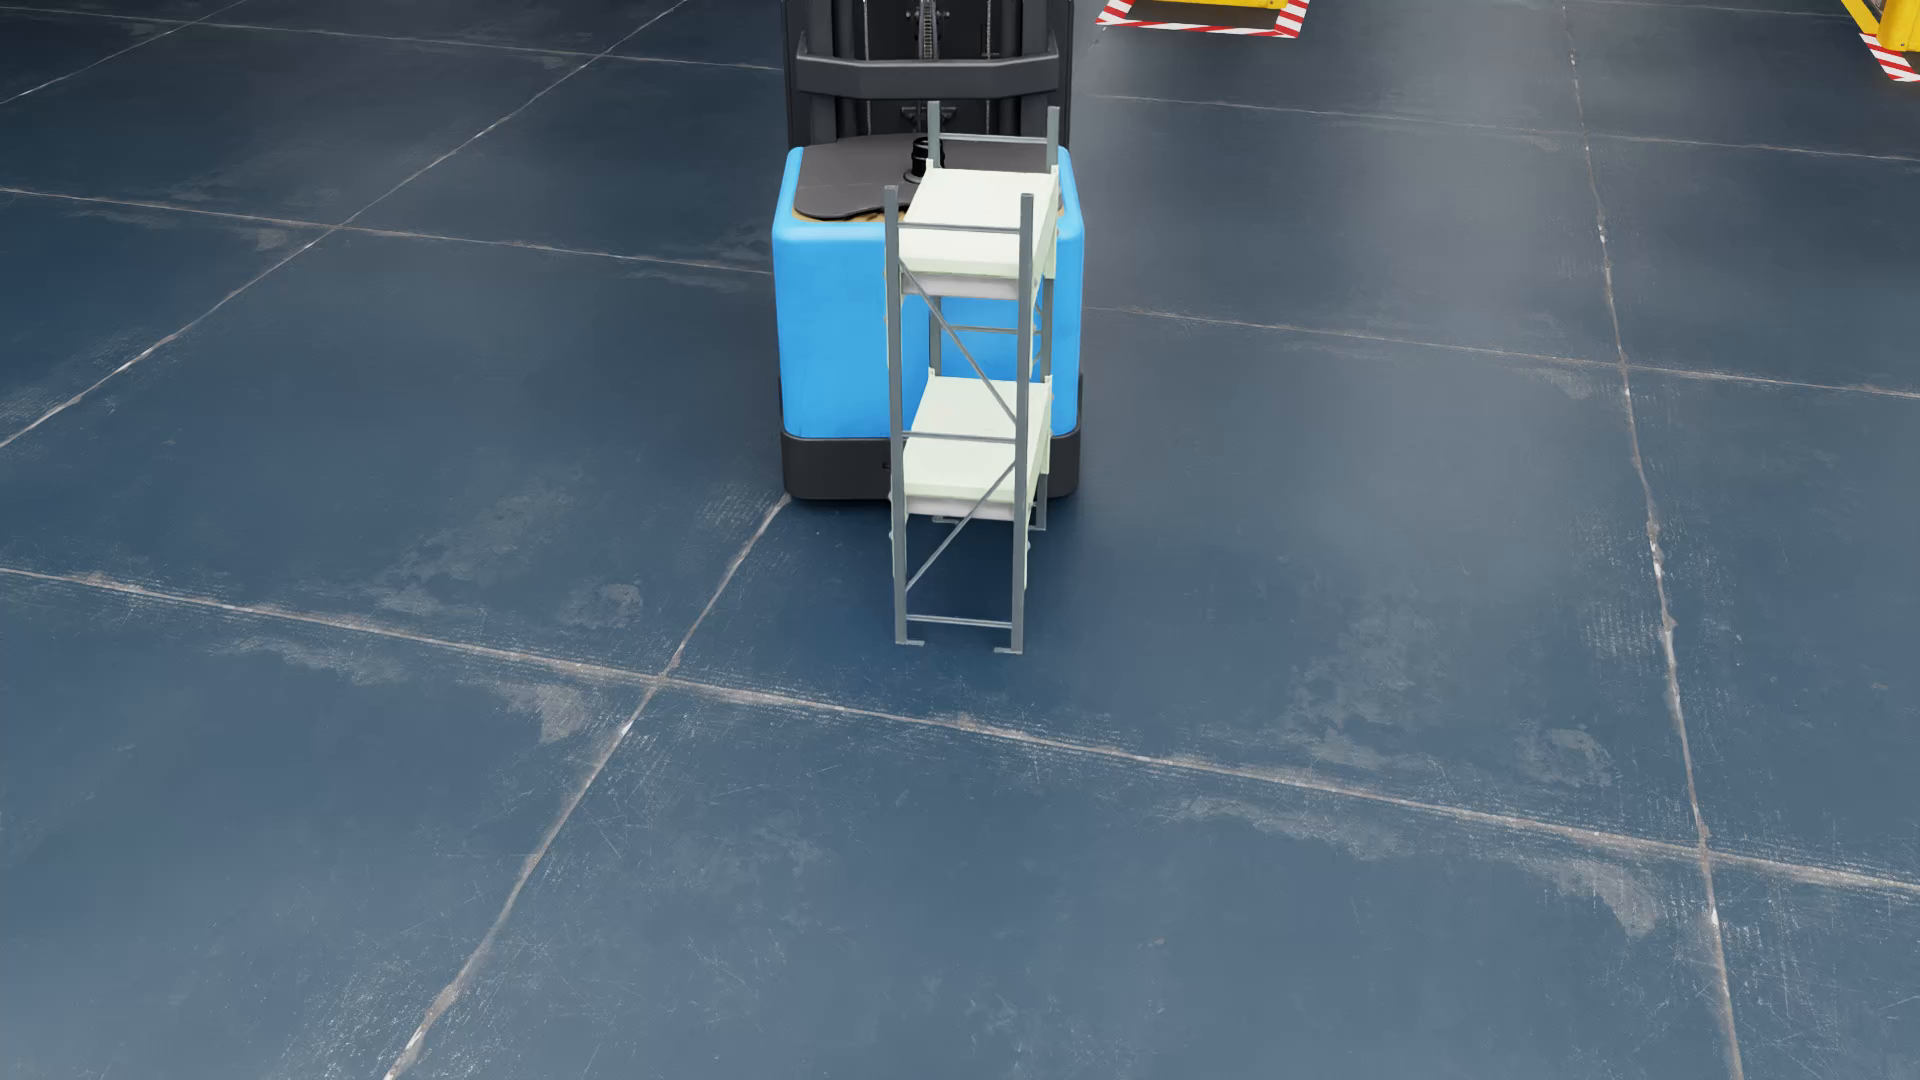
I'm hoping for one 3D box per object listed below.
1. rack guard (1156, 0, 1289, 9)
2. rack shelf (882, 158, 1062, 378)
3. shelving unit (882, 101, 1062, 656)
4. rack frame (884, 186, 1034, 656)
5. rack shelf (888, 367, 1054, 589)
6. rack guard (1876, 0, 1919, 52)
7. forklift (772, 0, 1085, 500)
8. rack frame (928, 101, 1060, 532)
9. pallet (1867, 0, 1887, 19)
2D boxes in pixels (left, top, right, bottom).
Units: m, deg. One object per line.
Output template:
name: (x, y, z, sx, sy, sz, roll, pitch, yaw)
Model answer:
rack guard: (1.733, -4.061, 11.672, 1.175, 0.500, 0.348, 8, 33, 12)
rack shelf: (0.049, -0.817, 4.910, 0.431, 0.370, 0.720, 4, 33, 7)
shelving unit: (0.049, -0.488, 5.119, 0.431, 1.500, 0.755, 4, 33, 7)
rack frame: (-0.003, -0.293, 4.813, 0.400, 1.500, 0.023, 4, 33, 7)
rack shelf: (0.049, -0.213, 5.294, 0.431, 0.370, 0.720, 4, 33, 7)
rack guard: (6.569, -3.380, 10.601, 1.175, 0.500, 0.348, 8, 33, 12)
forklift: (-0.124, -2.132, 6.372, 1.130, 2.935, 3.031, 0, 32, -1)
rack frame: (0.101, -0.682, 5.425, 0.400, 1.500, 0.023, 4, 33, 7)
pallet: (6.809, -3.675, 11.334, 1.003, 0.211, 1.213, 8, 33, 12)
